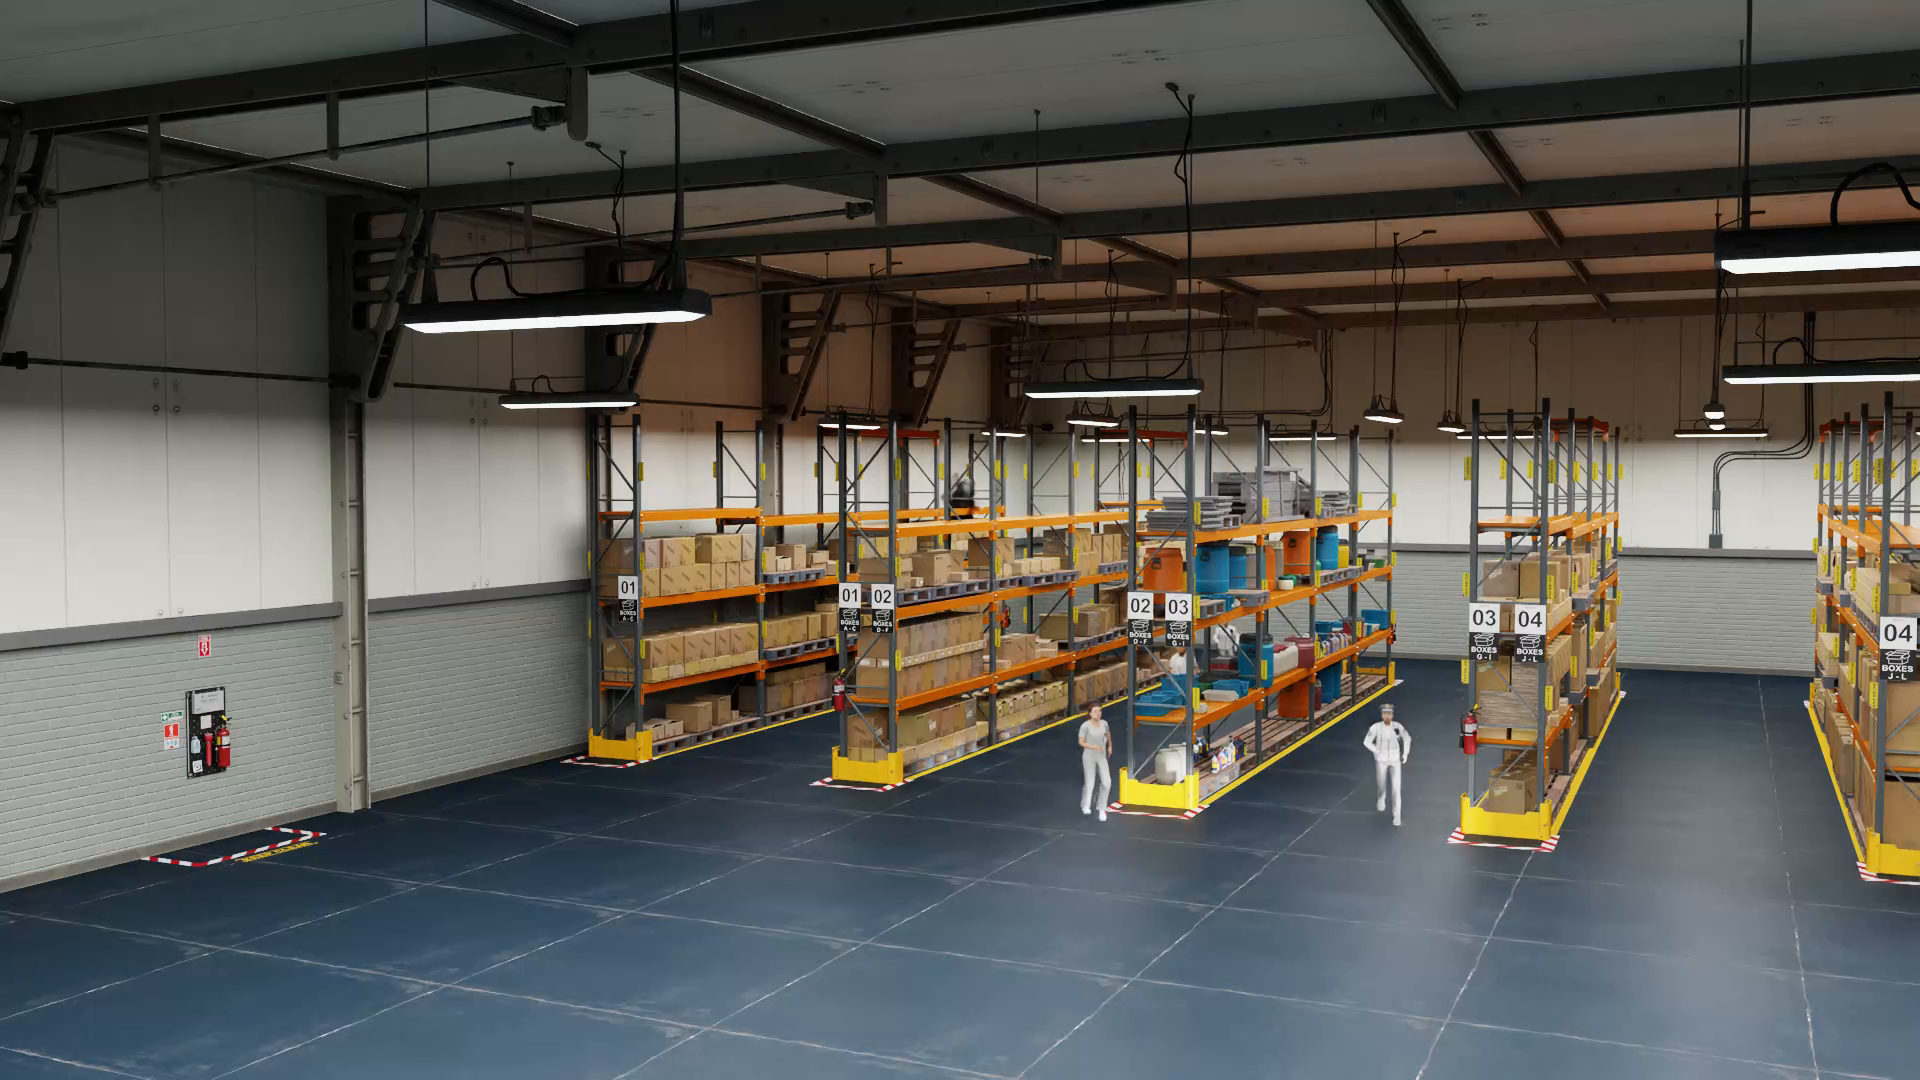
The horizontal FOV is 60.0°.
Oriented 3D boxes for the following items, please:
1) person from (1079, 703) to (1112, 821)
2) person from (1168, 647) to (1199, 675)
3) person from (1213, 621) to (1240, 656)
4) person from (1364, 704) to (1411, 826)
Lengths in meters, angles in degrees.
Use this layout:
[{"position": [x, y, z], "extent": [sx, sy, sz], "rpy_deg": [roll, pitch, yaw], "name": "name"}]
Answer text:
[{"position": [1.960, 3.201, 23.938], "extent": [0.575, 1.723, 0.715], "rpy_deg": [-1, 2, -18], "name": "person"}, {"position": [4.441, 2.837, 33.191], "extent": [0.620, 1.617, 0.671], "rpy_deg": [1, 3, 22], "name": "person"}, {"position": [6.211, 2.568, 38.876], "extent": [0.618, 1.675, 0.625], "rpy_deg": [1, 2, 15], "name": "person"}, {"position": [6.138, 3.185, 23.866], "extent": [0.672, 1.690, 0.832], "rpy_deg": [0, 2, 7], "name": "person"}]
